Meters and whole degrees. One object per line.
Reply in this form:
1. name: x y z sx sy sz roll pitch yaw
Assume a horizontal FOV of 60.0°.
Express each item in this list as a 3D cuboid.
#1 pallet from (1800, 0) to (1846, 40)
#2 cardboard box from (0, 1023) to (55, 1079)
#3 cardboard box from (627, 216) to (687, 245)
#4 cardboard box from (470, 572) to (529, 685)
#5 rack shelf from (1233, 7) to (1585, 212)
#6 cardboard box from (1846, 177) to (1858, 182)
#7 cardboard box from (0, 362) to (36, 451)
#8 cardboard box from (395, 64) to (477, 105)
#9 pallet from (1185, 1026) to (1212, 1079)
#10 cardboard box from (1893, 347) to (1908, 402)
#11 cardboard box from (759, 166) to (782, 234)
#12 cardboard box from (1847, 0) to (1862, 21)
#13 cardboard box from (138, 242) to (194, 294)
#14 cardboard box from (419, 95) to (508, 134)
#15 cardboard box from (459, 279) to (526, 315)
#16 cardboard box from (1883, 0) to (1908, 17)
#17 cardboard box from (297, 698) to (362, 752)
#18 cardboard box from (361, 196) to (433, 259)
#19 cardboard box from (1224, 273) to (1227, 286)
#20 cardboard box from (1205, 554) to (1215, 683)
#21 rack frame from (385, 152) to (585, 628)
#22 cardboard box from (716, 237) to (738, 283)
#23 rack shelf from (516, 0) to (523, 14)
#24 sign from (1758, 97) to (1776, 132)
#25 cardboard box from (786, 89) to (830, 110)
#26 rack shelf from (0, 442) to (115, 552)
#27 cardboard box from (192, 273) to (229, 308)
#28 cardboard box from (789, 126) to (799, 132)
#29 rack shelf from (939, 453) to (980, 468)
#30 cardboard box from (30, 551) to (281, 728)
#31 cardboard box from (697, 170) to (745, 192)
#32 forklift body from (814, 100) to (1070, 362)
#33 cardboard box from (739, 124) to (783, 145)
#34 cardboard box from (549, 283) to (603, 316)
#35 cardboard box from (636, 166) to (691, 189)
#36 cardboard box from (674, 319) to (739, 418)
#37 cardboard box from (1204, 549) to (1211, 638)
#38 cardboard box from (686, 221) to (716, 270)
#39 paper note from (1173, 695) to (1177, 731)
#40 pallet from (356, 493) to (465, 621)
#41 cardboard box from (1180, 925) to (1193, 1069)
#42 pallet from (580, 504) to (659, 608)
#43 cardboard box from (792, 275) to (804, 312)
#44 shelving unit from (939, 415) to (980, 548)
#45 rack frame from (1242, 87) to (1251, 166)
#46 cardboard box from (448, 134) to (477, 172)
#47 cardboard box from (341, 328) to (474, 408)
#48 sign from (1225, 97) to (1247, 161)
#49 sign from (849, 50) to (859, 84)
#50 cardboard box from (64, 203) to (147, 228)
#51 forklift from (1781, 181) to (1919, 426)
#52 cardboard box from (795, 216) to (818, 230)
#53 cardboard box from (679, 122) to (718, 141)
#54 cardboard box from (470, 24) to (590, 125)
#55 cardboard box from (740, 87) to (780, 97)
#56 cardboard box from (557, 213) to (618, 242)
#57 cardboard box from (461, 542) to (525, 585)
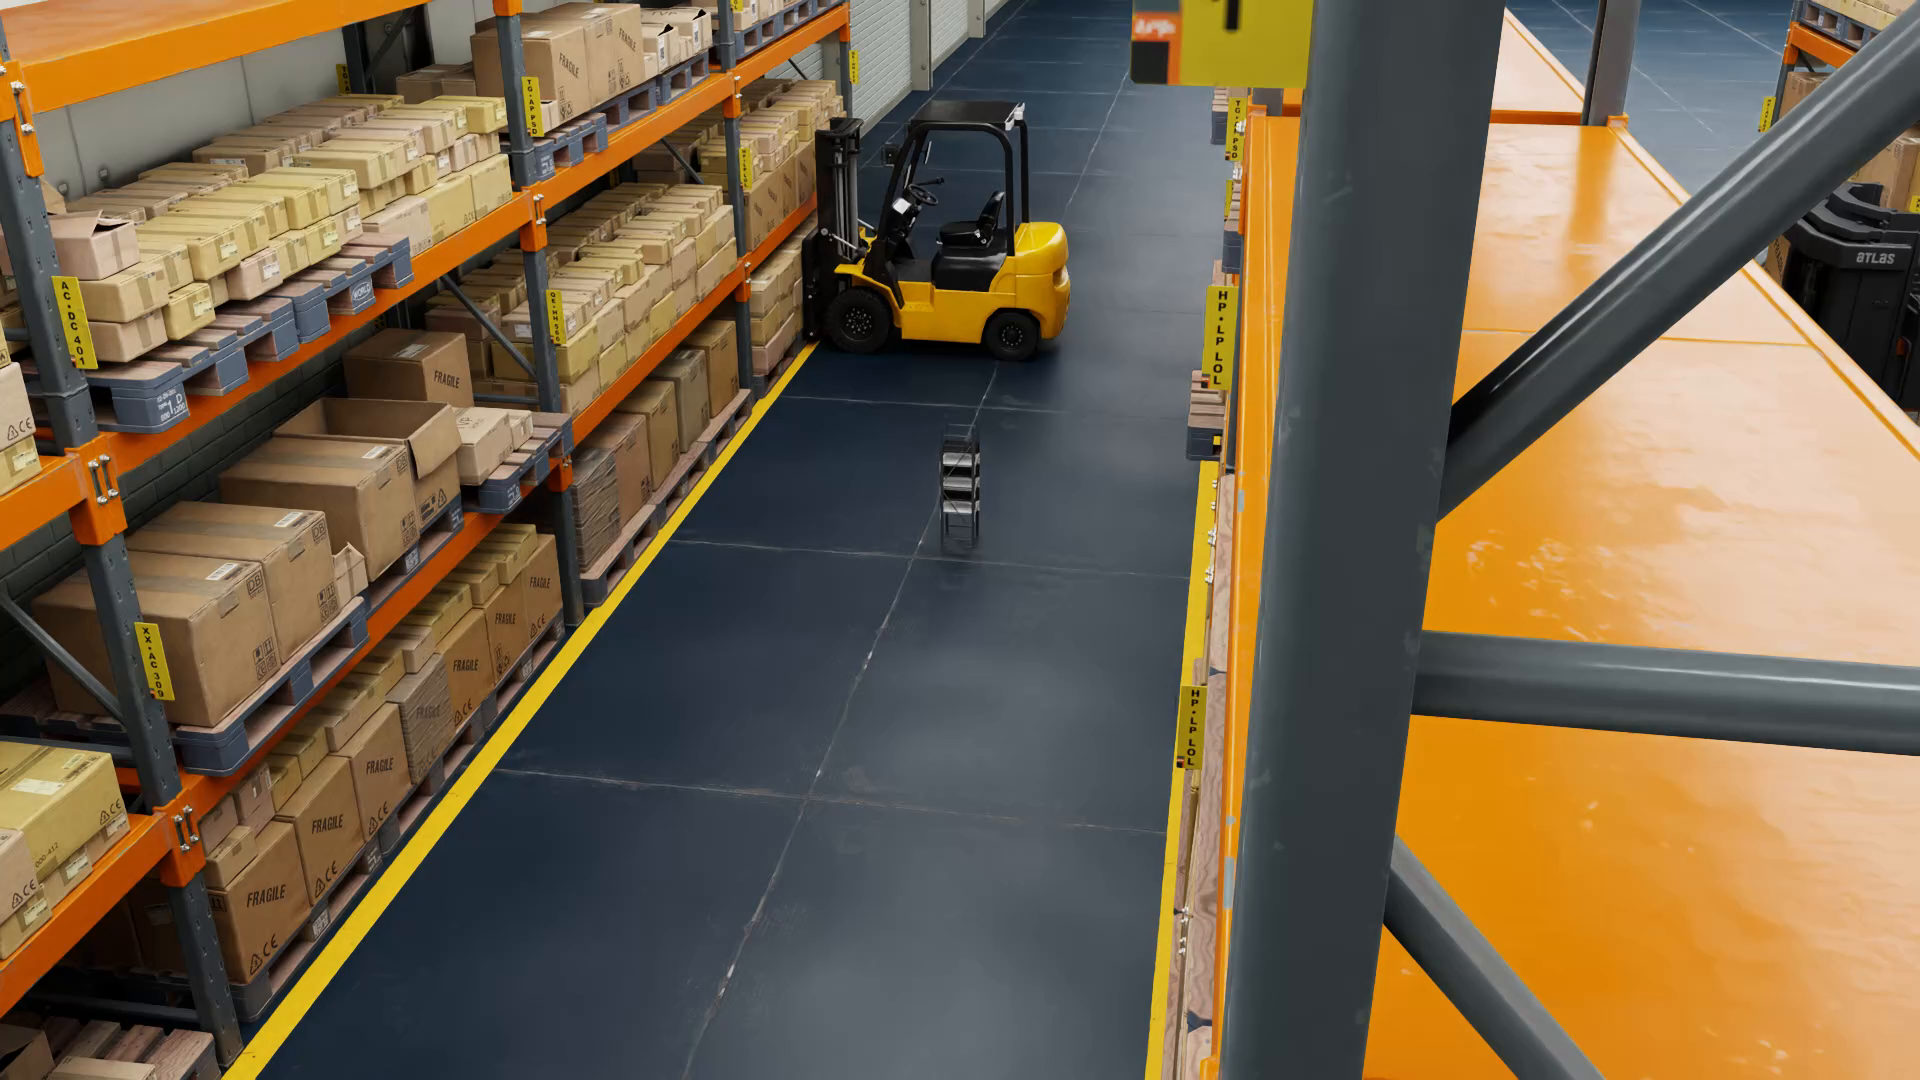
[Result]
1. pallet: 8.077 -4.568 14.580 1.003 0.211 1.213 4 25 9
2. cardboard box: -3.912 2.103 6.439 0.500 0.311 0.500 5 26 10
3. cardboard box: -2.233 -2.279 12.241 0.380 0.149 0.250 3 25 7
4. cardboard box: -2.866 0.485 9.673 0.500 0.500 0.500 4 25 8
5. rack shelf: 1.654 -1.889 6.535 1.077 0.370 4.000 4 25 9
6. cardboard box: 7.843 -2.788 14.036 0.875 0.550 0.500 4 25 9
7. cardboard box: -3.402 -0.391 5.378 0.500 0.250 0.500 4 25 9
8. cardboard box: -3.051 -2.704 10.059 0.500 0.250 0.500 4 25 9
9. pallet: 0.784 1.201 2.255 1.003 0.211 1.213 4 25 9
10. cardboard box: 7.706 -1.373 13.201 0.875 0.875 0.875 4 25 9
11. cardboard box: -1.864 -2.962 14.466 0.500 0.500 0.500 4 25 9
12. cardboard box: 7.610 -4.391 13.783 0.380 0.149 0.250 4 25 8
13. cardboard box: -3.116 -1.010 6.208 0.380 0.149 0.250 4 25 9
14. cardboard box: -2.681 -2.299 8.985 0.380 0.149 0.250 5 26 10
15. cardboard box: -3.028 -1.568 10.722 0.380 0.149 0.250 4 25 8
16. cardboard box: 7.528 -4.192 12.887 0.500 0.250 0.500 4 25 8
17. cardboard box: -3.141 0.885 8.053 0.380 0.149 0.250 4 25 8
18. cardboard box: -2.924 -1.497 8.093 0.500 0.250 0.500 4 25 9
19. cardboard box: 1.936 -1.523 10.545 0.500 0.500 0.500 2 25 5
20. cardboard box: 1.230 0.239 6.449 0.500 0.500 0.500 5 25 10
21. rack frame: -2.917 -0.857 10.088 1.000 3.000 0.127 4 25 9
22. cardboard box: -2.087 -2.233 13.204 0.500 0.250 0.500 5 25 10
23. rack shelf: -2.590 -3.904 10.840 1.077 0.370 4.000 4 25 9
24. sign: 7.642 -4.029 15.749 0.100 0.325 0.005 4 25 9
25. cardboard box: -1.486 -4.296 16.200 0.380 0.149 0.250 5 25 10
26. rack shelf: -3.897 0.619 4.243 1.077 0.370 4.000 4 25 9
27. cardboard box: -3.108 -0.981 6.496 0.380 0.149 0.250 4 25 9
28. cardboard box: -1.705 -3.742 15.366 0.380 0.149 0.250 4 25 8
29. rack shelf: -0.001 -0.537 11.534 0.258 0.077 0.200 4 25 9
30. cardboard box: -3.271 0.393 6.802 0.700 0.500 0.500 5 25 10
31. cardboard box: -1.952 -2.984 13.749 0.380 0.149 0.250 4 25 8
32. forklift body: -0.119 -2.899 15.451 2.313 2.155 1.214 4 25 9
33. cardboard box: -1.773 -3.551 14.608 0.380 0.149 0.250 4 25 8
34. cardboard box: -2.515 -1.530 10.642 0.380 0.149 0.250 5 25 10
35. cardboard box: -2.464 -3.022 13.828 0.380 0.149 0.250 4 25 8
36. cardboard box: -2.337 -1.426 13.608 0.875 0.625 0.625 5 26 11
37. cardboard box: 1.786 0.540 9.113 0.875 0.875 0.875 4 25 8
38. cardboard box: -2.168 -2.250 12.650 0.500 0.250 0.500 3 25 7
39. paper note: 0.442 0.362 3.445 0.006 0.032 0.123 4 25 9
40. pallet: -3.230 0.043 8.390 1.003 0.211 1.213 4 25 9
41. cardboard box: 0.827 1.266 4.253 0.500 0.500 0.500 4 25 10
42. pallet: -2.744 0.064 11.409 1.003 0.211 1.213 4 25 9
43. cardboard box: -1.706 -2.303 15.334 0.500 0.250 0.500 4 25 8
44. shelving unit: -0.001 -0.404 11.596 0.258 0.900 0.210 4 25 9
45. rack frame: 1.981 -3.232 8.084 1.000 3.000 0.127 4 25 9
46. cardboard box: -2.799 -2.057 8.818 0.380 0.149 0.250 3 25 7
47. cardboard box: -3.155 -0.888 9.541 0.500 0.500 0.500 5 26 11
48. sign: 1.446 -2.146 8.693 0.100 0.325 0.005 4 25 9
49. sign: -1.076 -4.792 16.847 0.100 0.325 0.005 4 25 9
50. cardboard box: -3.533 -1.256 6.732 0.380 0.149 0.250 5 25 10
51. forklift: 5.262 -0.440 9.276 3.031 2.935 1.130 4 25 8
52. cardboard box: -1.527 -2.961 16.151 0.500 0.250 0.500 4 25 9
53. cardboard box: -2.356 -3.588 14.688 0.380 0.149 0.250 4 25 8
54. cardboard box: -2.558 -2.783 9.932 0.500 0.500 0.500 4 25 9
55. cardboard box: -1.980 -4.333 16.279 0.380 0.149 0.250 4 25 10
56. cardboard box: -2.756 -2.314 12.316 0.380 0.149 0.250 4 25 8
57. cardboard box: -2.762 0.131 9.664 0.380 0.149 0.250 3 25 6
